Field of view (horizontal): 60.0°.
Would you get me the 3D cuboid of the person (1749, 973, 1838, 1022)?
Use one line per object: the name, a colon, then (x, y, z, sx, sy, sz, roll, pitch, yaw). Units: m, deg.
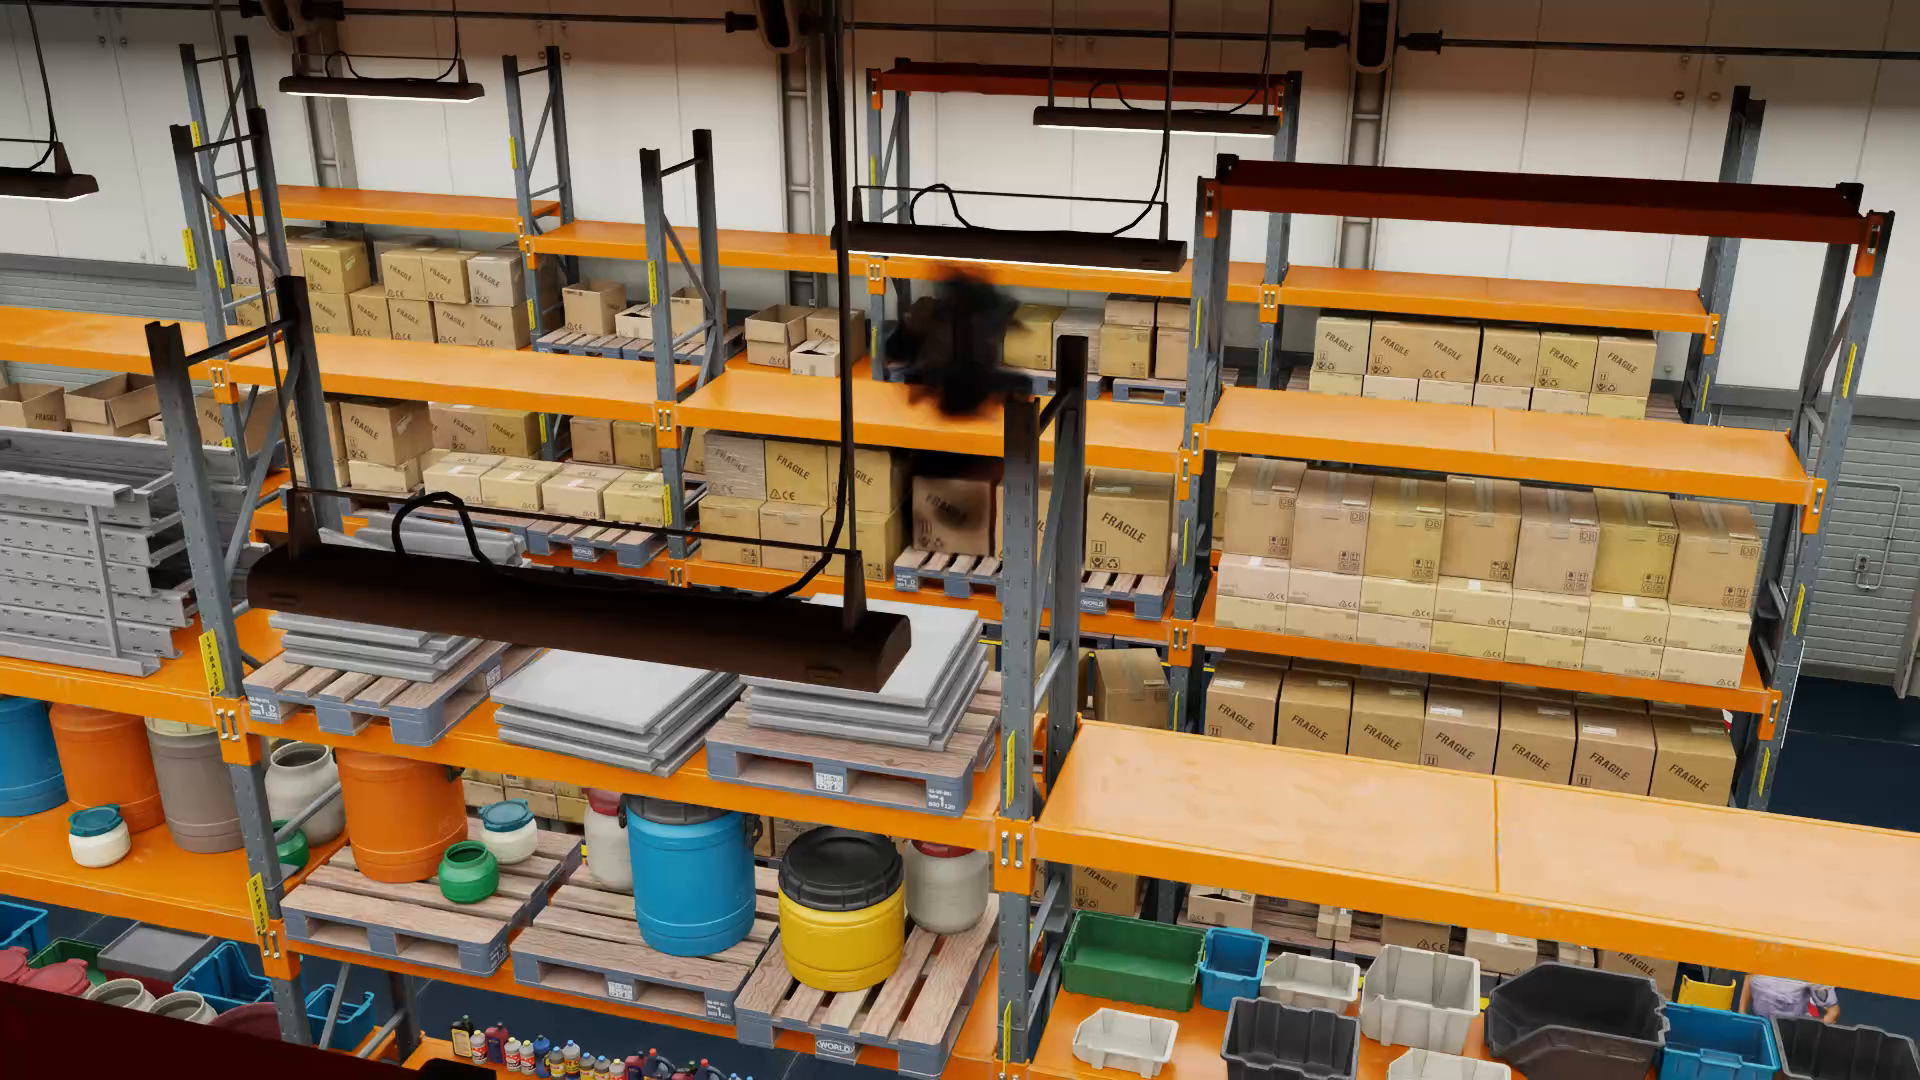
person: (5.415, 3.319, 10.958, 0.544, 1.404, 0.678, -9, 24, -20)
